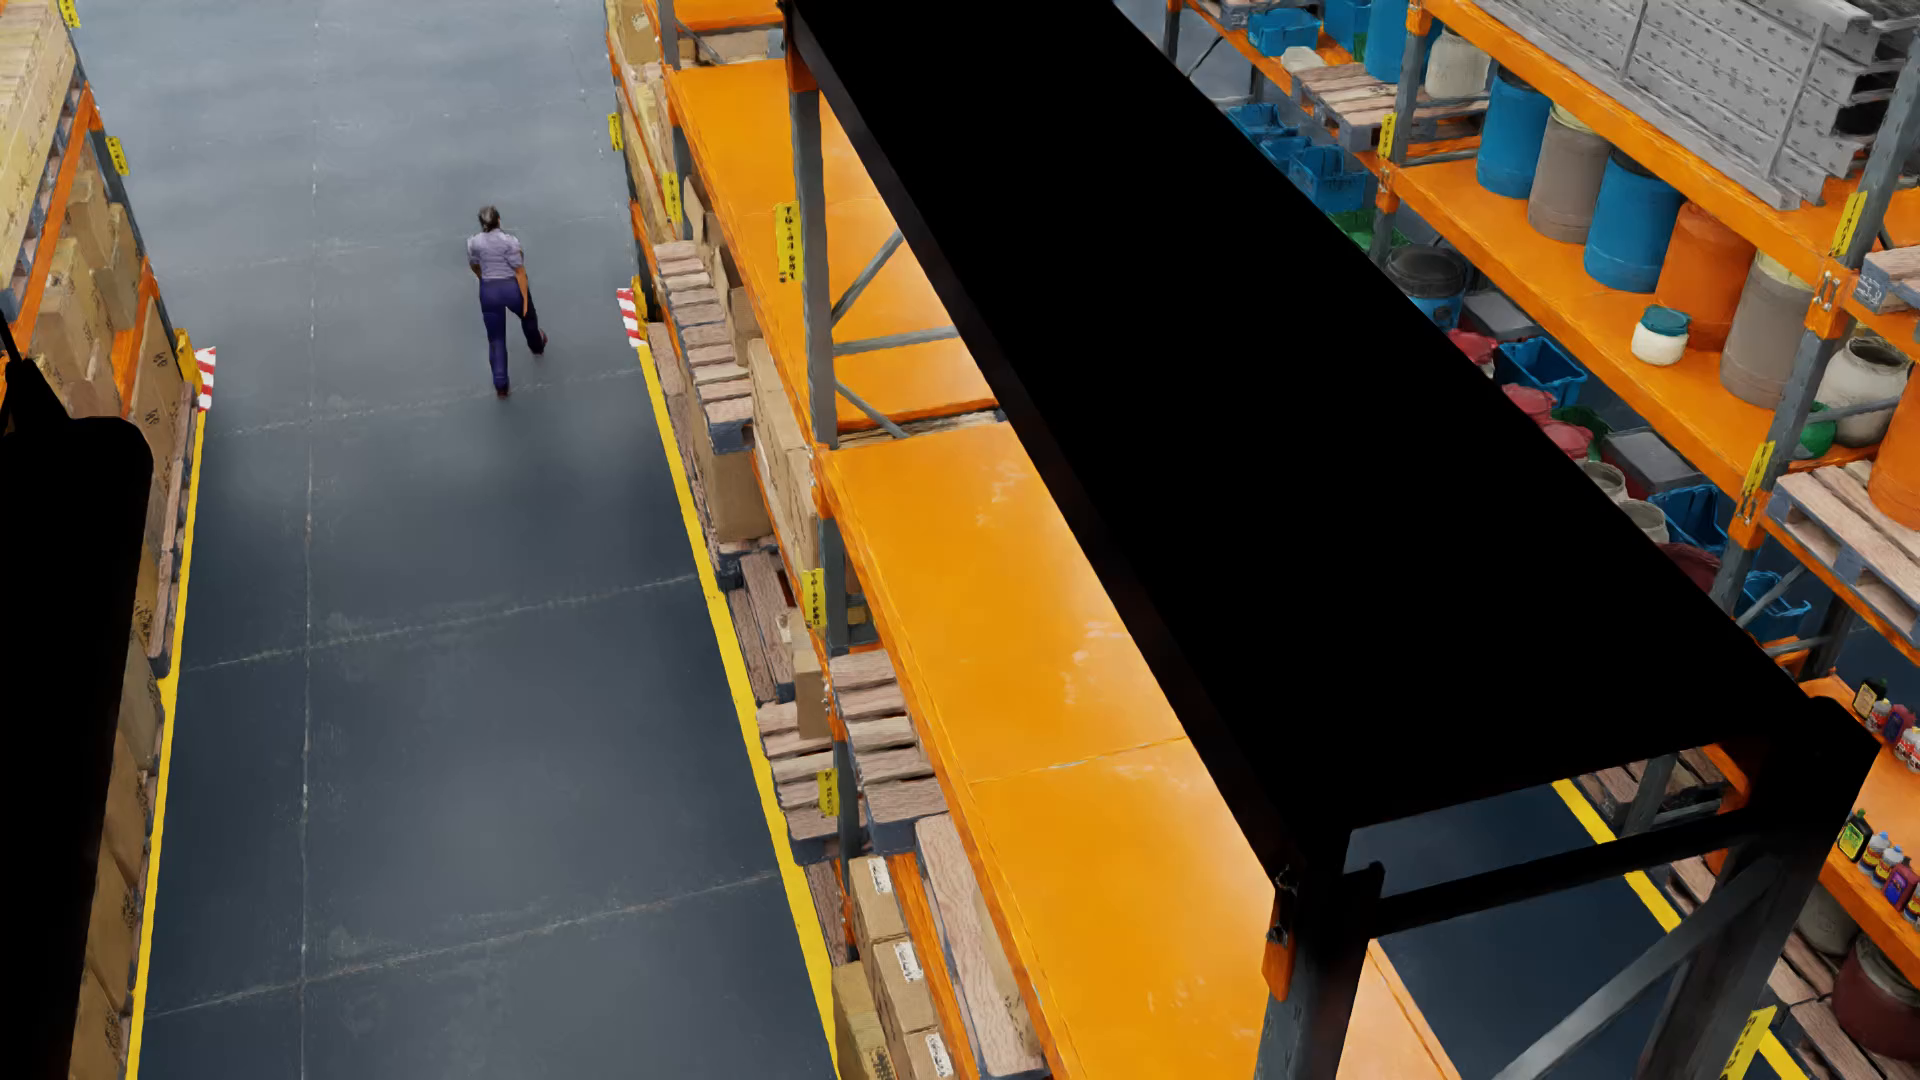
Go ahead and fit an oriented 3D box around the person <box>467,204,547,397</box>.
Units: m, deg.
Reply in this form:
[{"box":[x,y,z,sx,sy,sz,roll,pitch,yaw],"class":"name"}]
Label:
[{"box":[-3.914,-2.135,14.227,0.478,1.579,0.996,-5,39,-6],"class":"person"}]
